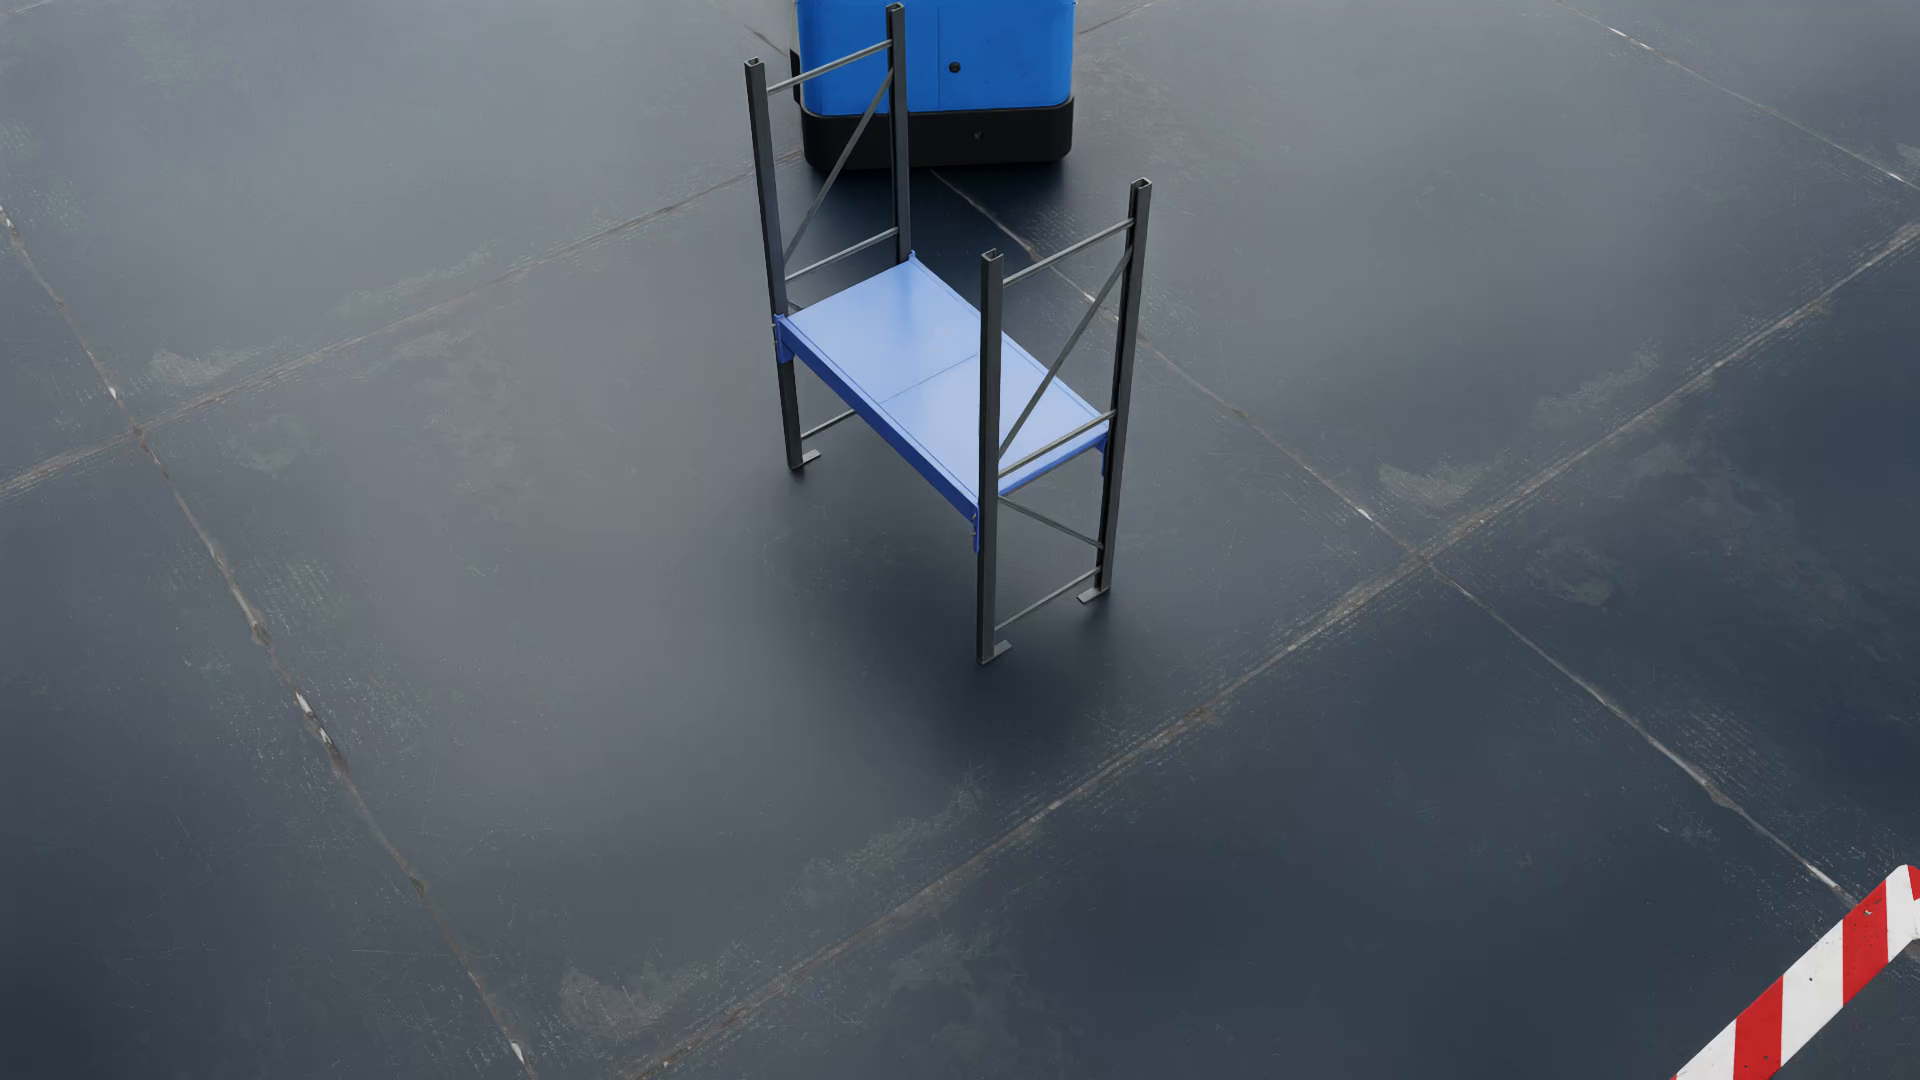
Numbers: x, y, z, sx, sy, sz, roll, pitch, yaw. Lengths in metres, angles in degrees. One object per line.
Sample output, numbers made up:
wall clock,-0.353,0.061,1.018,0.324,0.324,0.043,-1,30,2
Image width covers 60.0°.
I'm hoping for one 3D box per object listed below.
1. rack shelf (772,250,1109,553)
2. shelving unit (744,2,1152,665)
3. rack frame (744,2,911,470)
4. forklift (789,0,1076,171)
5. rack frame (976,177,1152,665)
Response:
rack shelf,-0.052,-0.433,4.873,0.538,0.185,1.000,-29,54,-24
shelving unit,-0.052,-0.554,4.740,0.538,1.500,1.048,-29,54,-24
rack frame,-0.359,-0.854,5.012,0.500,1.500,0.032,-29,54,-24
forklift,-0.190,-3.510,6.453,1.130,2.935,3.031,-3,48,-3
rack frame,0.256,-0.254,4.468,0.500,1.500,0.032,-29,54,-24
